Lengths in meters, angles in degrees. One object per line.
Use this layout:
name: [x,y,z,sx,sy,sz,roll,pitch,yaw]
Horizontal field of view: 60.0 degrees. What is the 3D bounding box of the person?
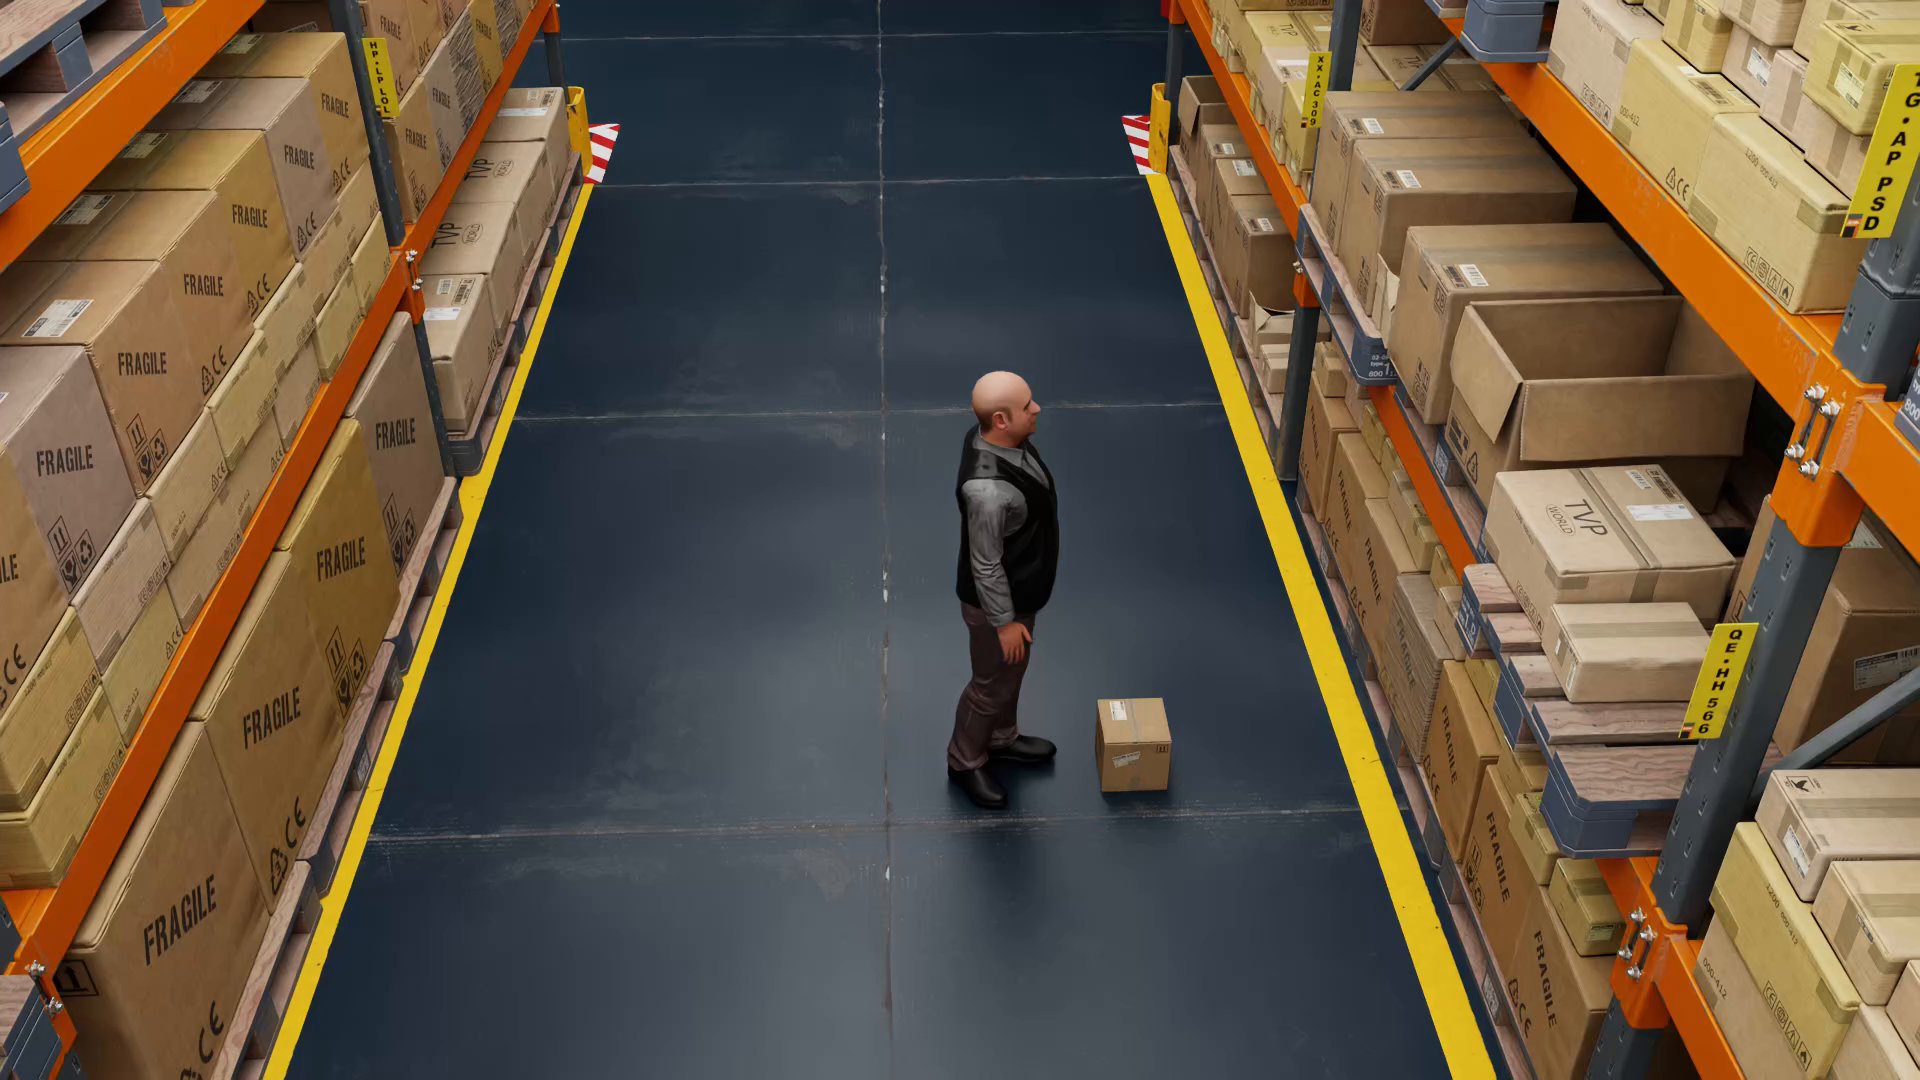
person: [0.158,0.181,5.886,0.408,1.721,0.565,4,35,5]
